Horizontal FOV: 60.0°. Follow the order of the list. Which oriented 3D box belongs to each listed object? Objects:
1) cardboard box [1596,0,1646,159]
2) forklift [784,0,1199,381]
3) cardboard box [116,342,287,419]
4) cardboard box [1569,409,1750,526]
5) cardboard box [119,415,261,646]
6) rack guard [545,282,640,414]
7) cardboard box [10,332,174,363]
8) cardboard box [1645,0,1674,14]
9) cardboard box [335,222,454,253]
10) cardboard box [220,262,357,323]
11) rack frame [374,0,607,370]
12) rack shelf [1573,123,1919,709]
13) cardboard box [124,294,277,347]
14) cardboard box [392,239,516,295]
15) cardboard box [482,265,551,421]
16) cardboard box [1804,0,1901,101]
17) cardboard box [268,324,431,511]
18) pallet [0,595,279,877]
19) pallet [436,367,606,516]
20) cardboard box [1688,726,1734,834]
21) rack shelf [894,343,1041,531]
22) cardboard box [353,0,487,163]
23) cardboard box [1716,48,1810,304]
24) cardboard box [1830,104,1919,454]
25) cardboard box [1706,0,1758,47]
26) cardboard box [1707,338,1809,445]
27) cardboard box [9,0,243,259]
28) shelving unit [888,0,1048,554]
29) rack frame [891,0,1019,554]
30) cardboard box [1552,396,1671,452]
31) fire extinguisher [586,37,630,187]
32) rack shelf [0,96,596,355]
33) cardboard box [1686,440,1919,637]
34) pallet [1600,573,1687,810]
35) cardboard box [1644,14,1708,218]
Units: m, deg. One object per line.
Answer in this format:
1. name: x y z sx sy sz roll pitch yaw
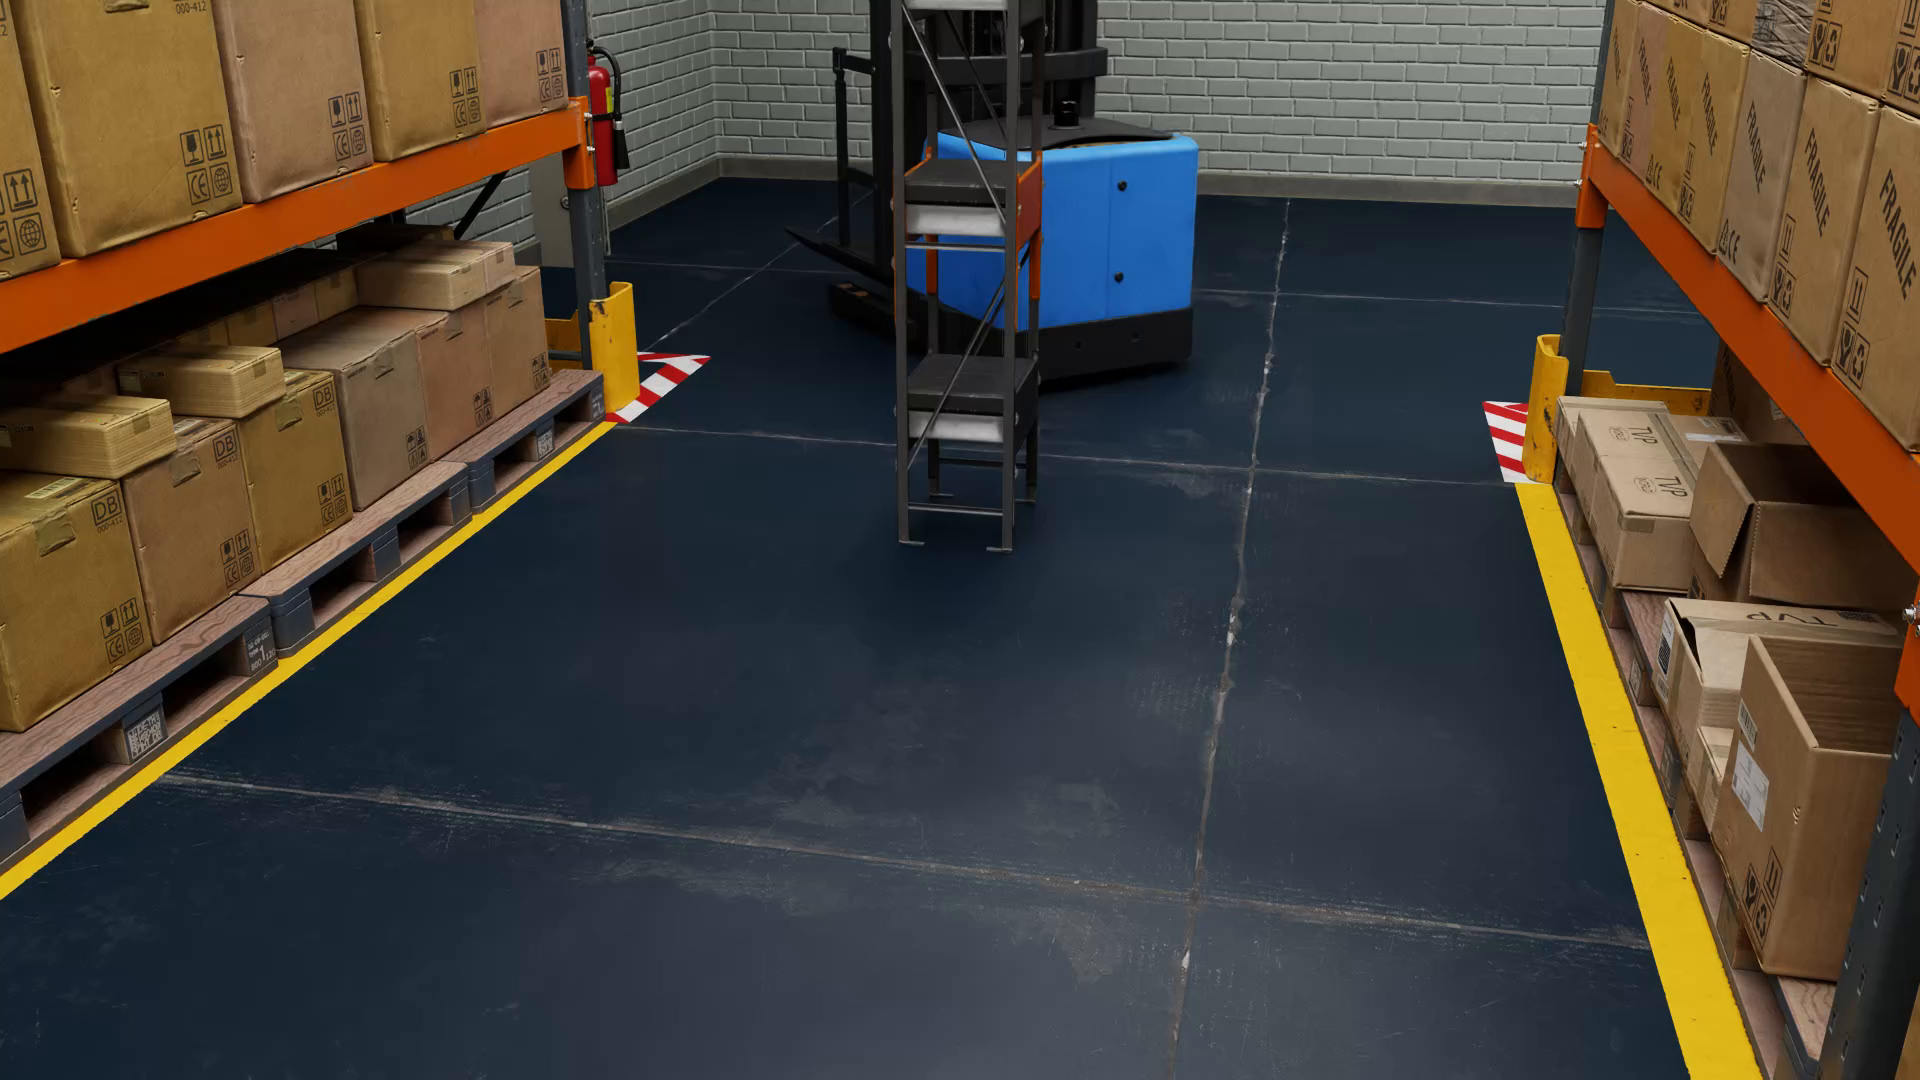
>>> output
1. cardboard box: 2.464 -1.562 5.582 0.500 0.500 0.500 5 22 12
2. forklift: -0.041 -2.562 8.291 1.130 2.935 3.031 -11 24 -26
3. cardboard box: -2.246 -0.475 4.933 0.380 0.149 0.250 4 22 9
4. cardboard box: 2.322 -0.226 5.491 0.500 0.250 0.500 4 22 11
5. cardboard box: -2.495 -0.055 4.760 0.700 0.500 0.500 4 22 10
6. rack guard: -2.032 -0.883 7.377 1.175 0.500 0.348 4 22 11
7. cardboard box: -2.613 -0.516 5.036 0.380 0.149 0.250 5 22 11
8. cardboard box: 2.365 -1.834 4.919 0.500 0.500 0.500 5 22 11
9. cardboard box: -2.252 -1.167 6.652 0.380 0.149 0.250 5 22 11
10. cardboard box: -2.407 -0.891 5.965 0.380 0.149 0.250 5 22 11
11. rack frame: -2.037 -2.034 6.888 1.000 3.000 0.127 4 22 11
12. rack shelf: 2.405 -0.592 4.272 1.077 0.370 4.000 4 22 11
13. cardboard box: -2.509 -0.704 5.501 0.380 0.149 0.250 5 22 11
14. cardboard box: -1.930 -1.046 6.350 0.380 0.149 0.250 4 22 10
15. cardboard box: -2.082 -0.805 6.622 0.700 0.500 0.500 4 22 11
16. cardboard box: 1.948 -1.097 3.090 0.500 0.500 0.500 4 22 10
17. cardboard box: -2.286 -0.438 5.711 0.700 0.500 0.500 4 22 9
18. pallet: -2.622 0.450 4.453 1.003 0.211 1.213 4 22 11
19. pallet: -2.124 -0.442 6.668 1.003 0.211 1.213 4 22 11
20. cardboard box: 1.853 0.552 3.695 0.380 0.149 0.250 4 22 11
21. rack shelf: 0.034 -0.373 5.878 0.431 0.518 0.480 4 22 11
22. cardboard box: -2.269 -1.719 5.704 0.980 0.700 0.700 4 22 10
23. cardboard box: 2.054 -0.820 3.741 0.500 0.500 0.500 5 22 12
24. cardboard box: 1.848 -0.443 2.806 0.500 0.500 0.500 5 22 12
25. cardboard box: 2.155 -1.465 4.005 0.500 0.500 0.500 4 22 10
26. cardboard box: 2.943 -0.484 5.798 0.500 0.500 0.500 4 22 11
27. cardboard box: -2.572 -1.174 4.351 0.980 0.700 0.700 4 22 10
28. shelving unit: 0.034 -1.035 5.612 0.431 2.100 0.503 4 22 11
29. rack frame: -0.016 -0.945 5.390 0.400 2.100 0.015 4 22 11
30. cardboard box: 2.391 -0.412 6.089 0.380 0.149 0.250 4 22 11
31. fire extinguisher: -1.555 -1.845 7.022 0.296 0.674 0.183 4 22 11
32. rack shelf: -2.445 -0.969 5.207 1.077 0.370 4.000 4 22 11
33. cardboard box: 2.375 0.072 4.413 0.797 0.503 0.637 4 22 11
34. pallet: 2.385 0.400 4.577 1.003 0.211 1.213 4 22 11
35. cardboard box: 2.259 -1.189 4.658 0.500 0.500 0.500 4 22 11
